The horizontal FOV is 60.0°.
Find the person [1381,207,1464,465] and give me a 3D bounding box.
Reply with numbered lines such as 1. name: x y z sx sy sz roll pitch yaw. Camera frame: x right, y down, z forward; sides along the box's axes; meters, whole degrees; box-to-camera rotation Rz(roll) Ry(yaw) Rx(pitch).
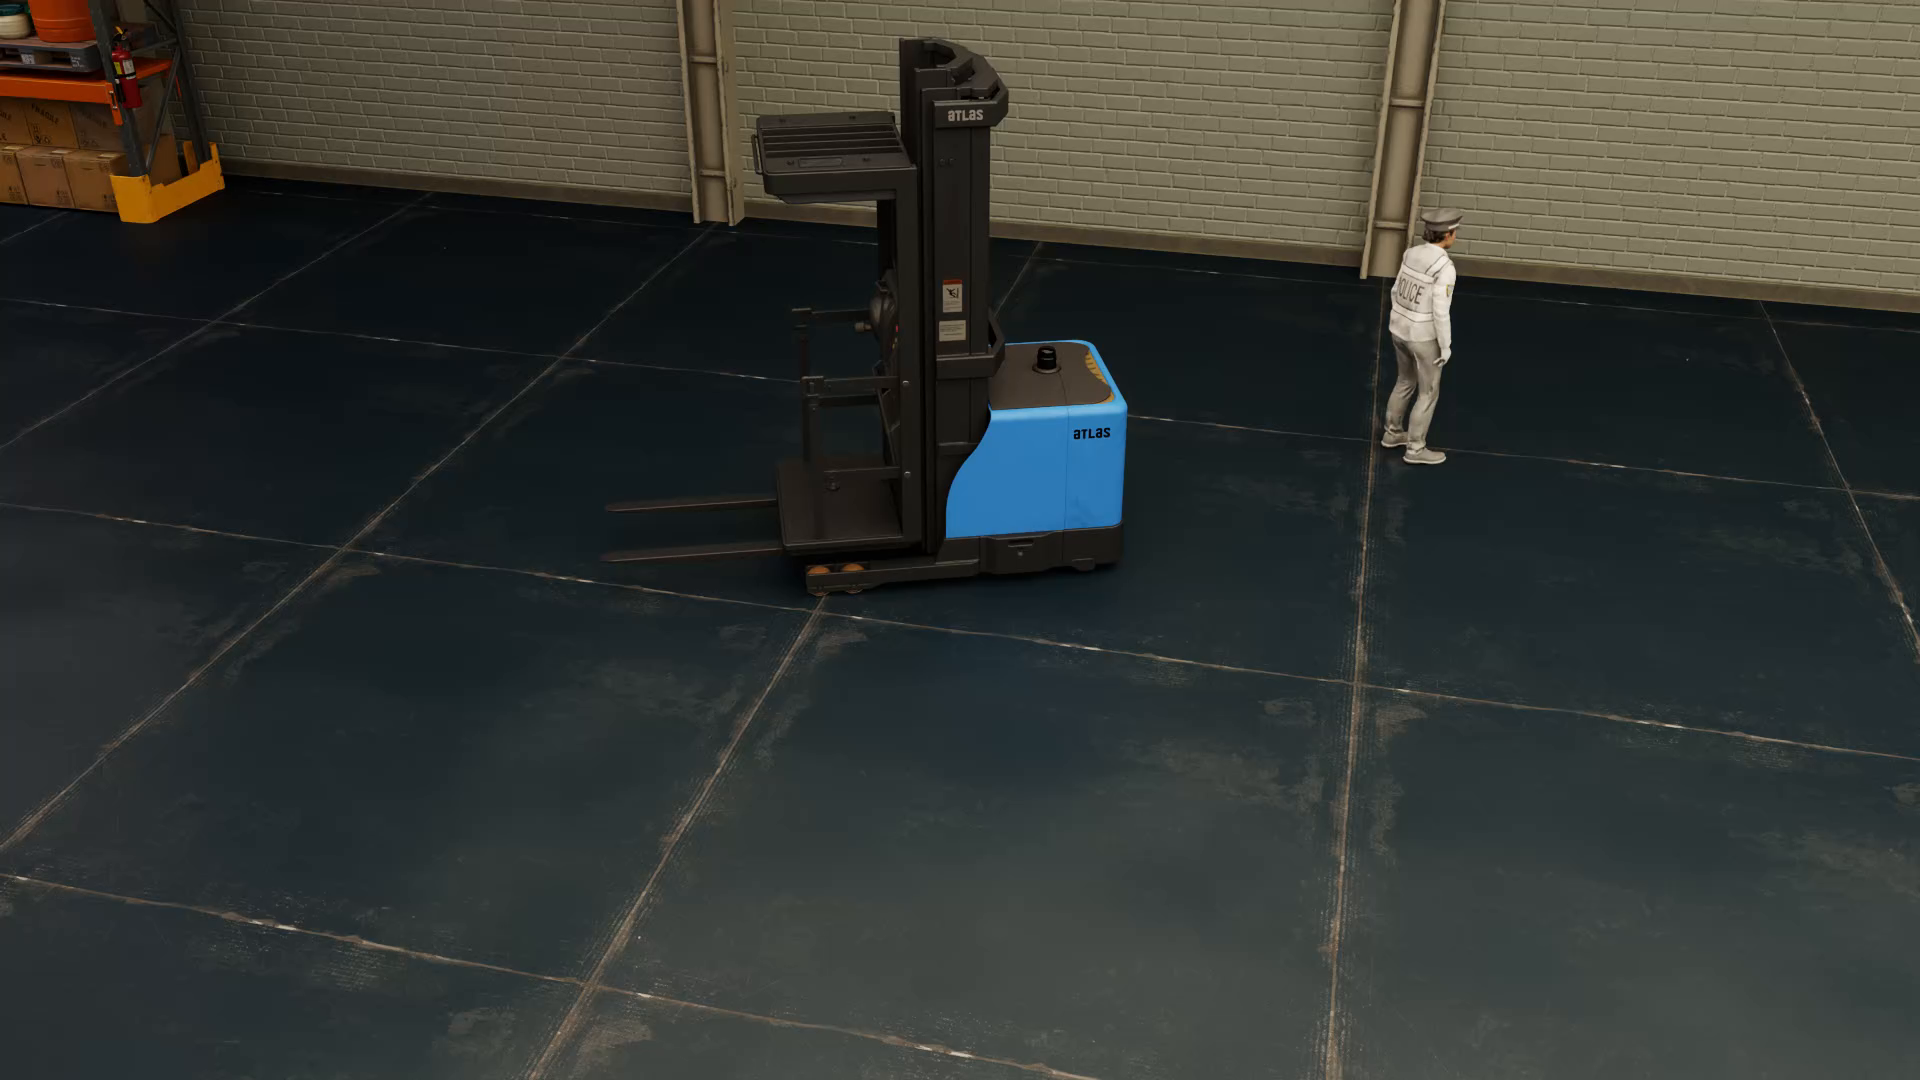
1. person: 2.992 -1.325 10.798 0.374 1.662 0.534 -12 32 -20

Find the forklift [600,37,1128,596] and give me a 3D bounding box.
1. forklift: -0.602 -1.232 9.345 3.031 2.935 1.130 -4 30 -7
